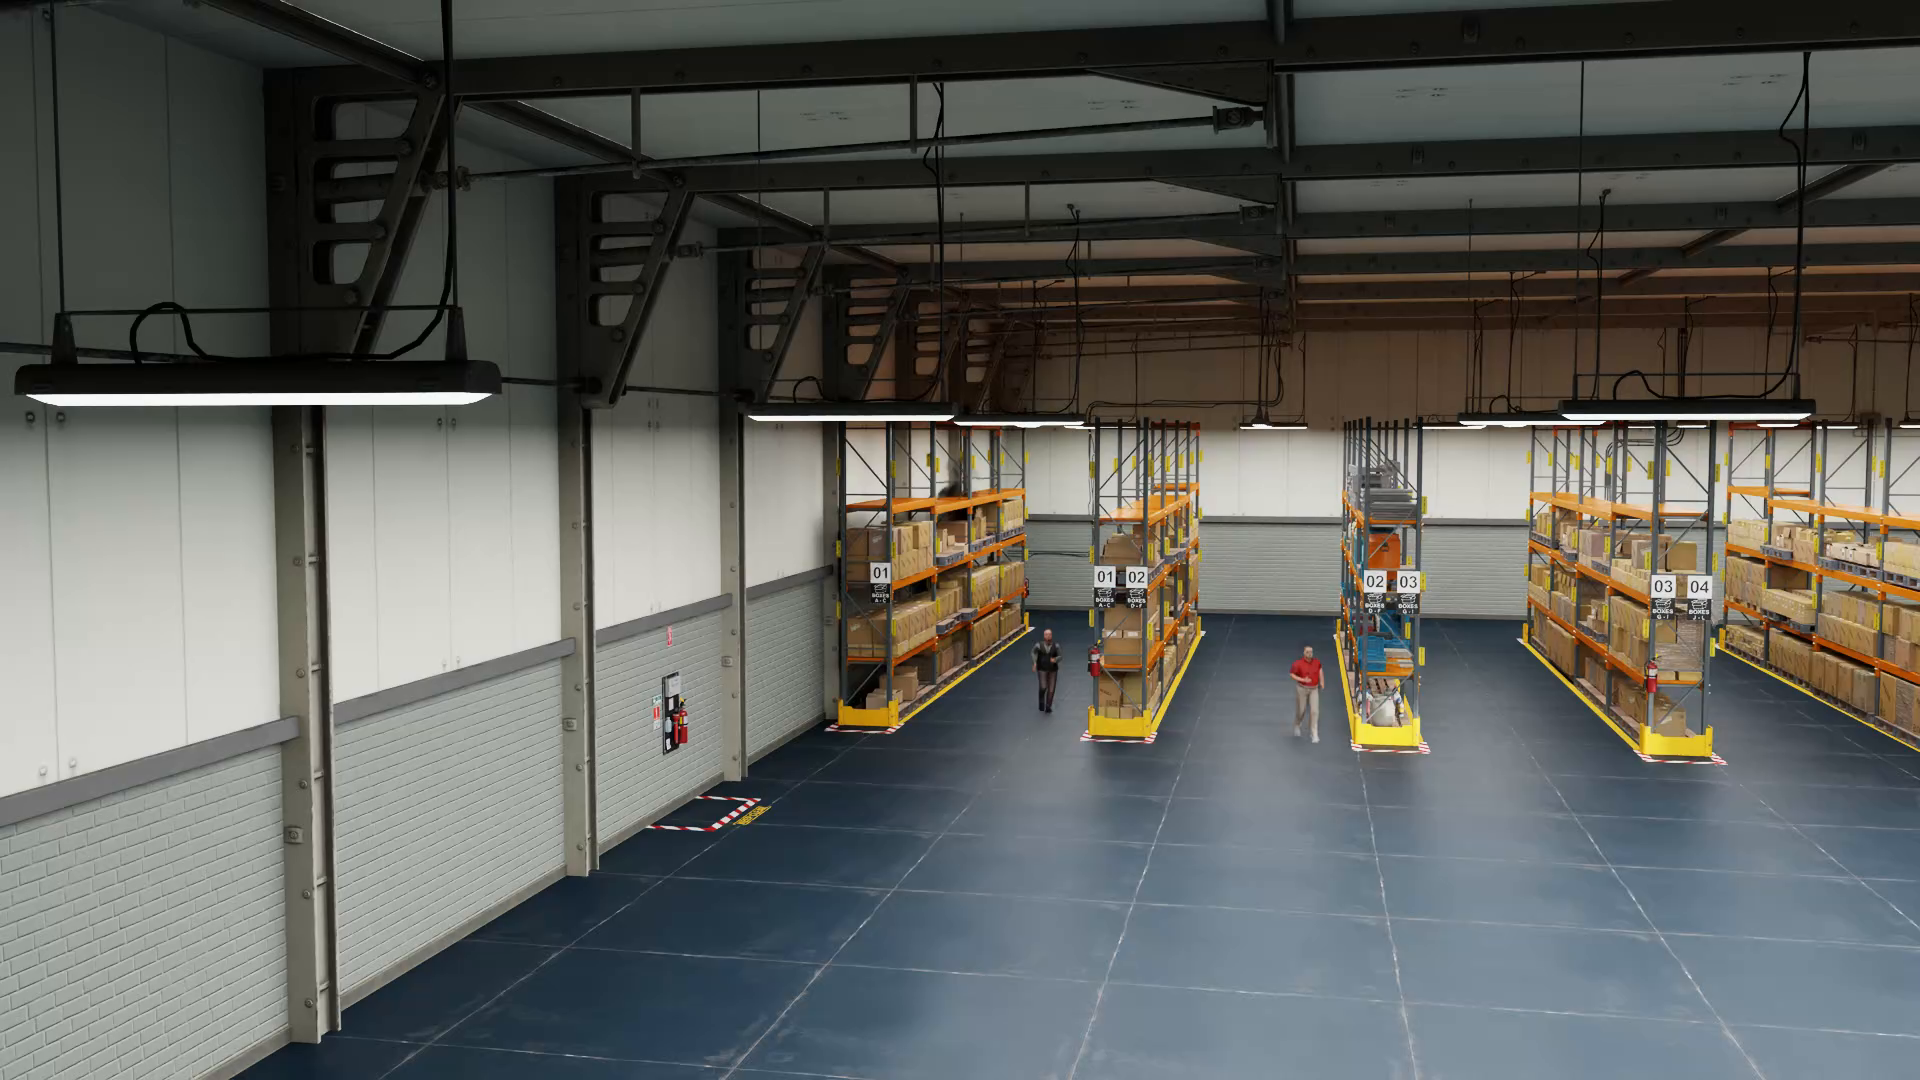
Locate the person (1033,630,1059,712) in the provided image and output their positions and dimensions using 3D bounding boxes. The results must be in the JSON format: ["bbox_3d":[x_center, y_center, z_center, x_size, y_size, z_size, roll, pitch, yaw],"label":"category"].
[{"bbox_3d":[1.744,2.670,33.771,0.520,1.684,0.653,0,4,-4],"label":"person"}]

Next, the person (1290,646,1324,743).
[{"bbox_3d":[6.462,2.858,30.980,0.679,1.791,0.832,0,4,-6],"label":"person"}]

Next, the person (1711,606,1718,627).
[{"bbox_3d":[18.271,2.200,40.895,0.650,1.768,0.722,1,4,21],"label":"person"}]
